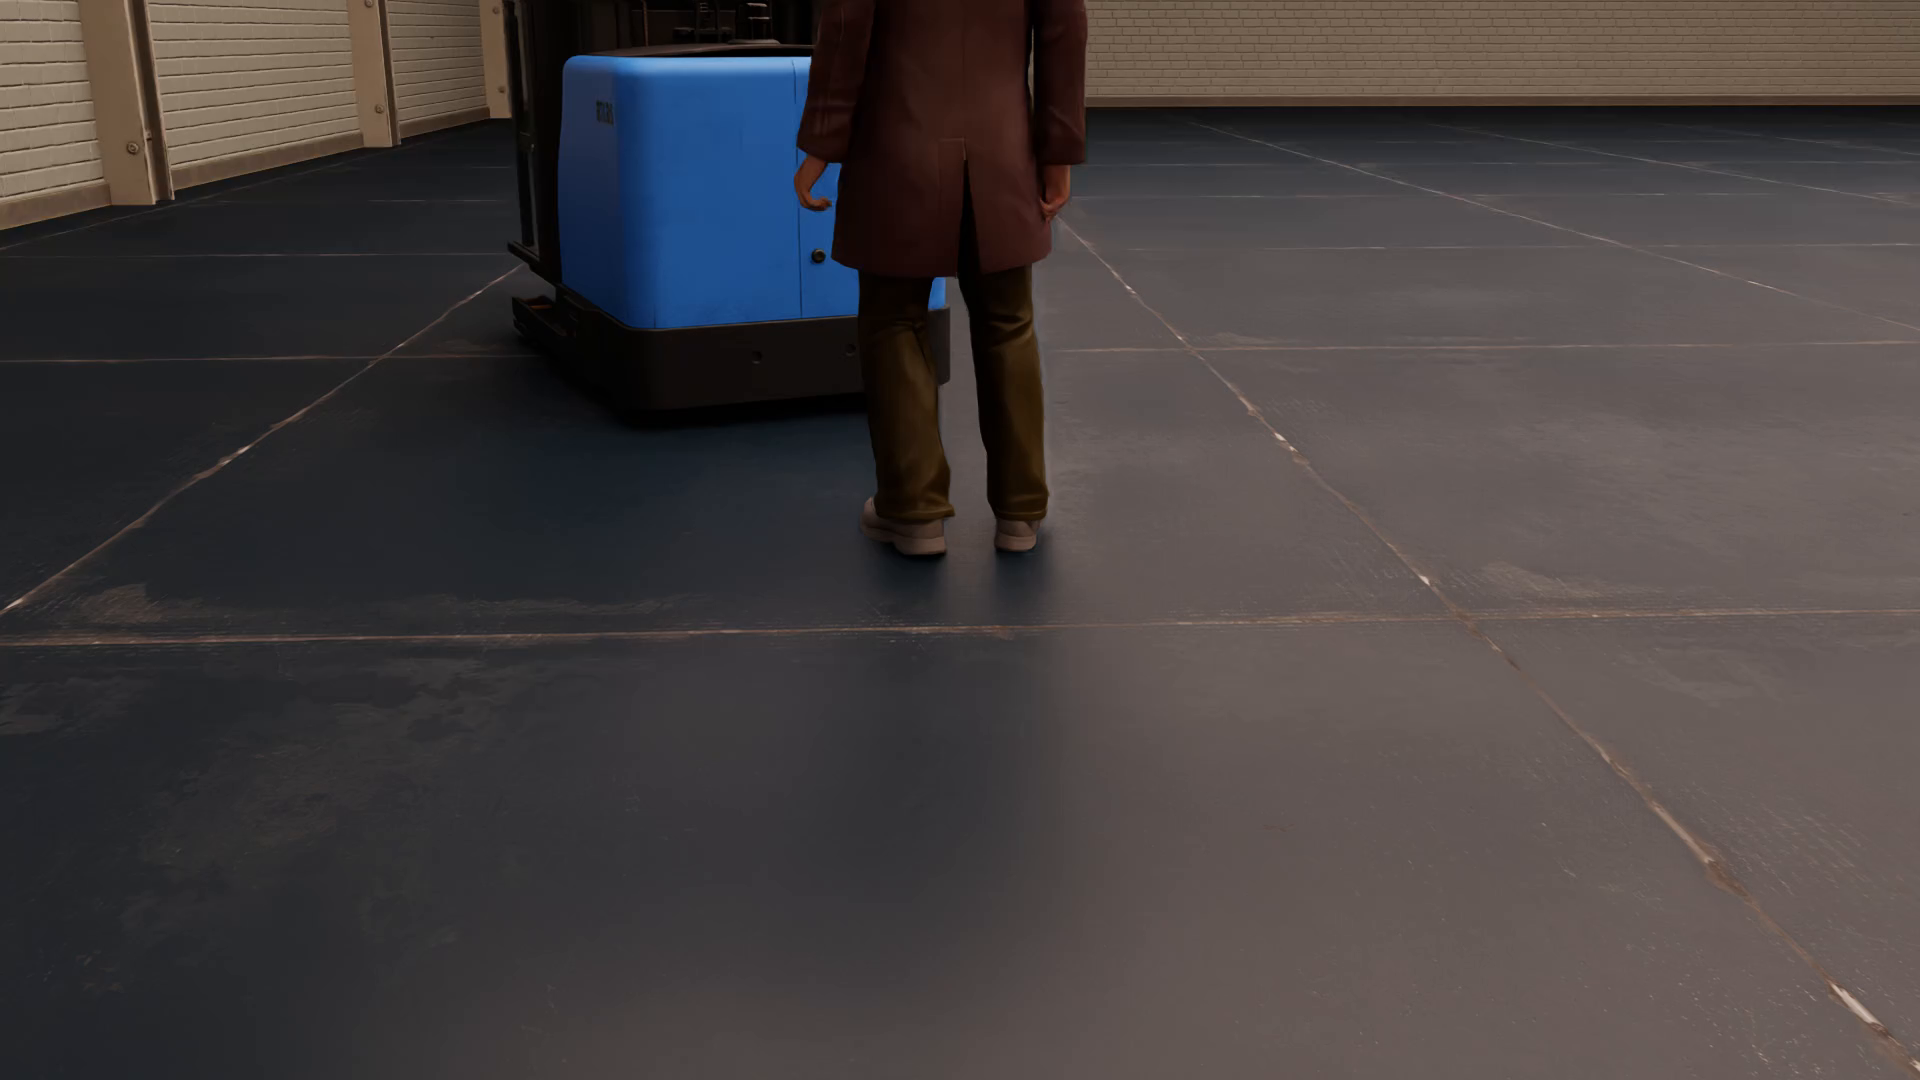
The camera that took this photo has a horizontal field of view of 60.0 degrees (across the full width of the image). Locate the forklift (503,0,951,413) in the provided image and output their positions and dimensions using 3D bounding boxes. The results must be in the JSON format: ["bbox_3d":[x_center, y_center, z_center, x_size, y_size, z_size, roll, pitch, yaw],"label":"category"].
[{"bbox_3d":[-1.094,-2.174,6.013,1.130,2.935,3.031,-7,19,-23],"label":"forklift"}]

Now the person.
[{"bbox_3d":[-0.053,-0.842,3.696,0.645,1.772,0.384,-6,18,-20],"label":"person"}]
